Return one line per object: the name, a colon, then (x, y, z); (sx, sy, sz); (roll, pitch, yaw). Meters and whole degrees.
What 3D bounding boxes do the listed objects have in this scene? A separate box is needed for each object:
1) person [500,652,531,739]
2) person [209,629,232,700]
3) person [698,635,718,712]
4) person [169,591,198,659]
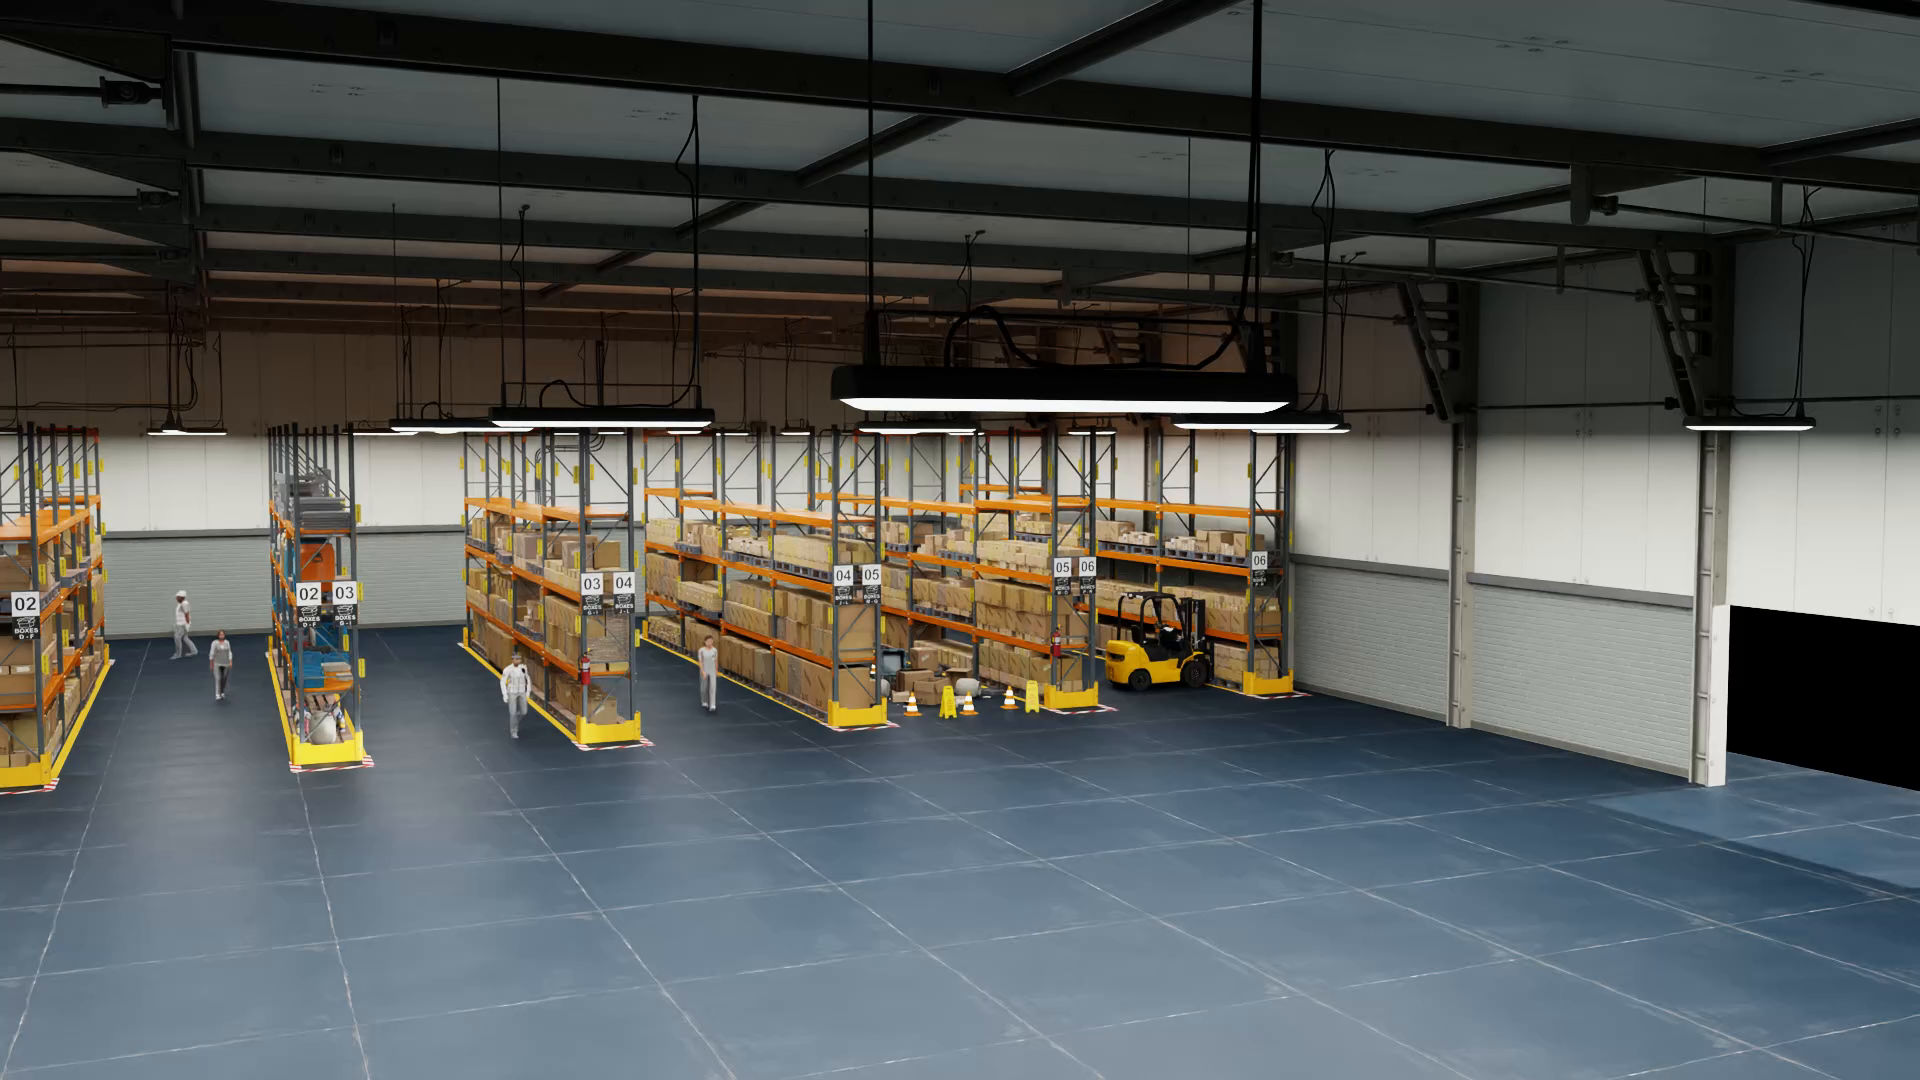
person: (-8.560, 2.953, 31.980); (0.583, 1.659, 0.534); (-2, 4, -33)
person: (-16.043, 2.717, 36.118); (0.453, 1.544, 0.983); (-2, 4, -33)
person: (-5.282, 2.785, 34.903); (0.438, 1.589, 1.116); (-1, 4, -14)
person: (-20.264, 2.212, 43.316); (0.708, 1.798, 0.623); (-2, 4, -26)
